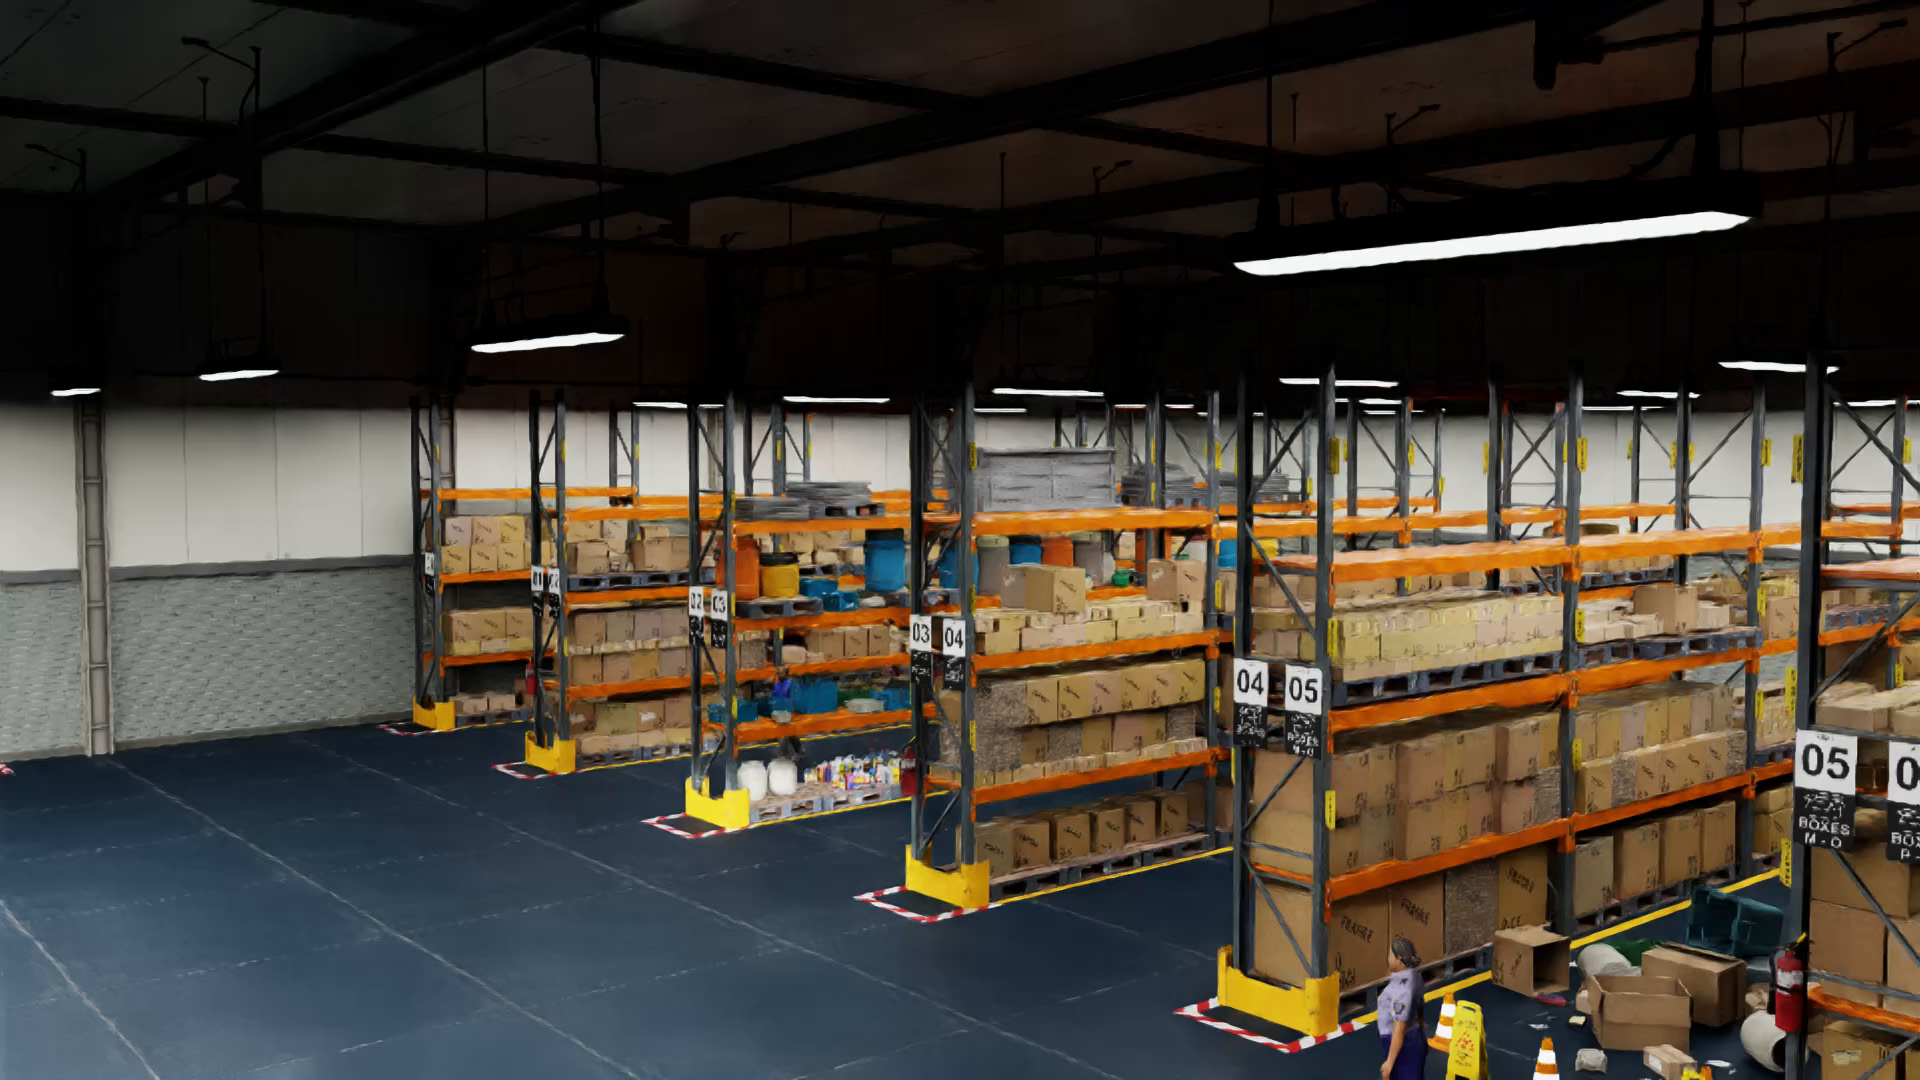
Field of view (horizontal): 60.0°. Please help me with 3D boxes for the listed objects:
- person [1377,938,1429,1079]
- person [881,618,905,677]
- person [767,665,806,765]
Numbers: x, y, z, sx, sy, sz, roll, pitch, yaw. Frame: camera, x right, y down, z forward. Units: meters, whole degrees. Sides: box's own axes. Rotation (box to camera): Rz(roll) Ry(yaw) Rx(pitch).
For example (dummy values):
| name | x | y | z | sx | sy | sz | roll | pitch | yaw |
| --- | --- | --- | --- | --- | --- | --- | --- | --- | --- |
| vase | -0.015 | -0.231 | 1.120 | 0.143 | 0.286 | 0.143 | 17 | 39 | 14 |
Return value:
| name | x | y | z | sx | sy | sz | roll | pitch | yaw |
| --- | --- | --- | --- | --- | --- | --- | --- | --- | --- |
| person | 3.175 | 3.656 | 11.751 | 0.502 | 1.639 | 0.689 | 1 | 4 | 20 |
| person | -1.489 | 2.306 | 34.619 | 1.099 | 1.586 | 0.451 | -3 | 5 | -42 |
| person | -2.796 | 2.796 | 26.557 | 0.443 | 1.571 | 0.996 | 3 | 5 | 42 |
